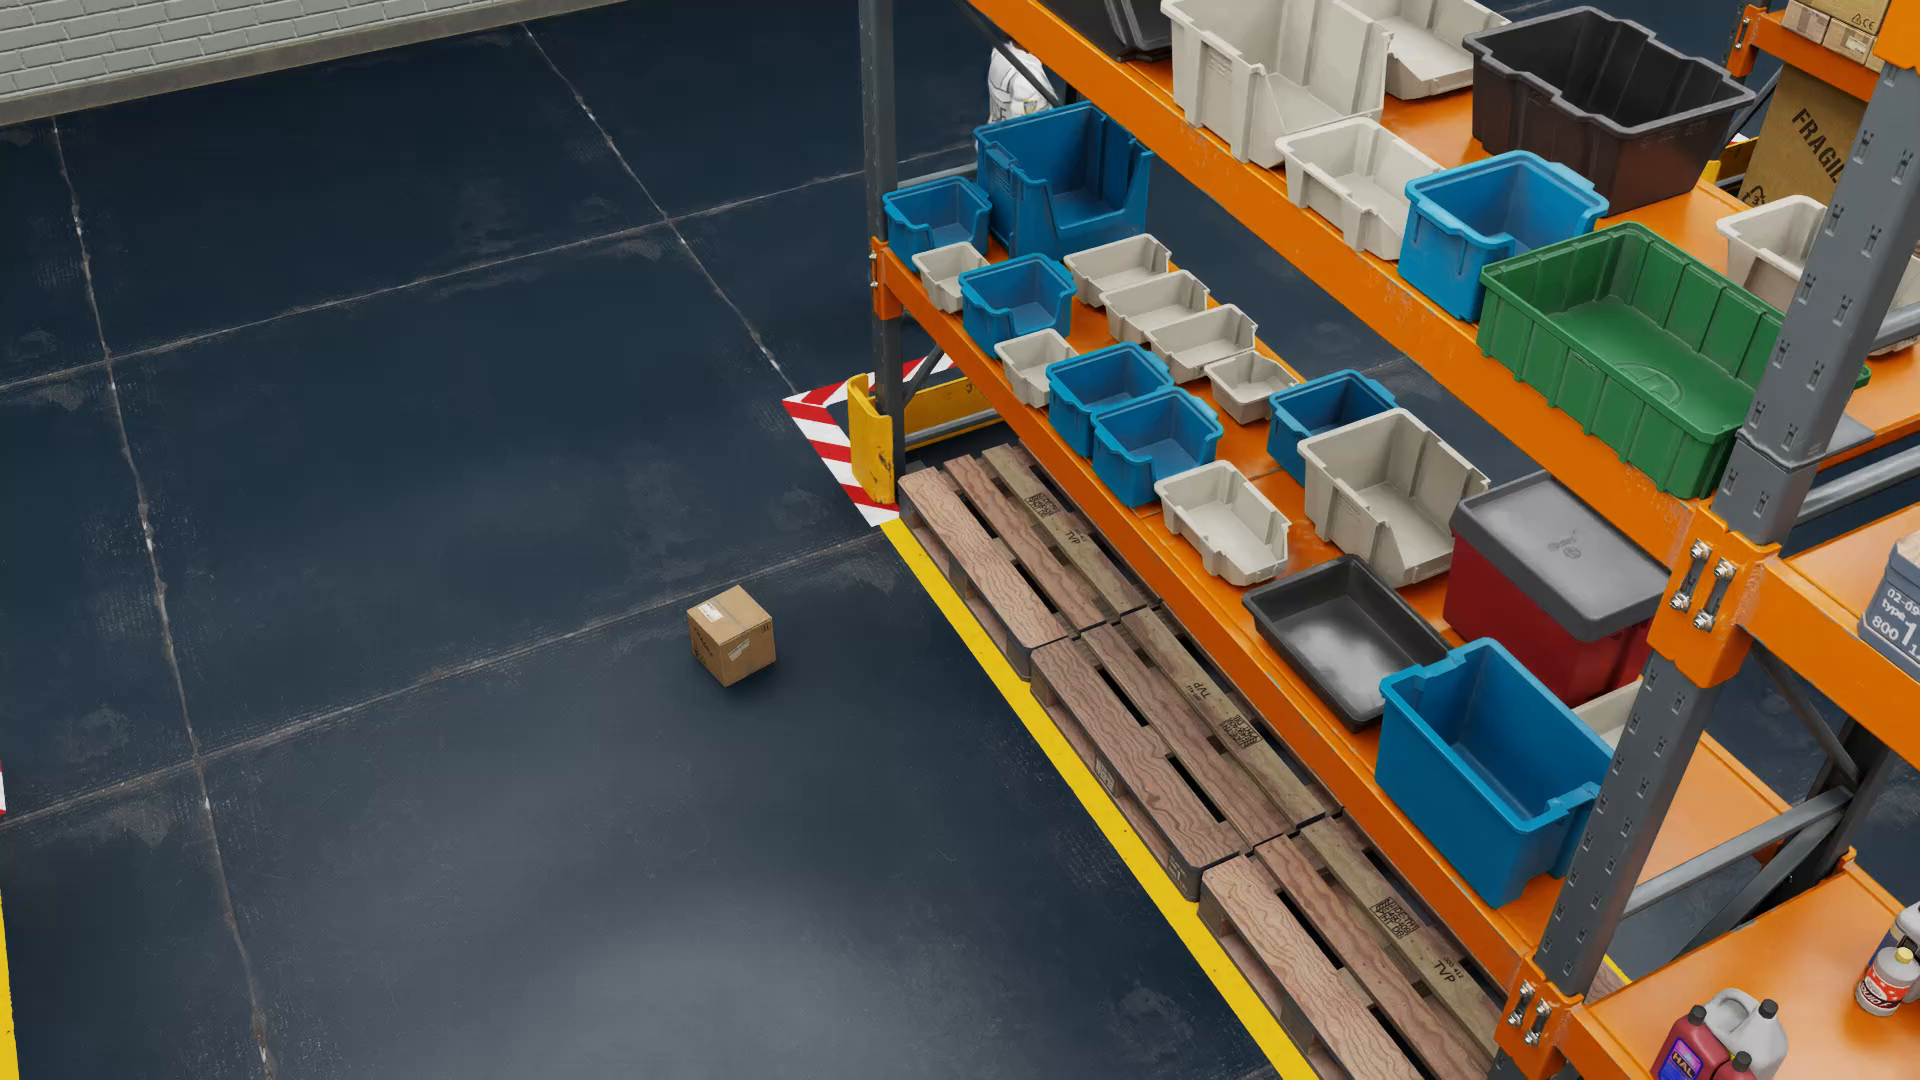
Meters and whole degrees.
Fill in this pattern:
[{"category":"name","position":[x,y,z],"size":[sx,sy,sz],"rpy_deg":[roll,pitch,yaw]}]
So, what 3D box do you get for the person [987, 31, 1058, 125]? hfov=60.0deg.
[{"category":"person","position":[0.215,-1.884,8.283],"size":[0.809,1.632,0.464],"rpy_deg":[-8,42,-8]}]
